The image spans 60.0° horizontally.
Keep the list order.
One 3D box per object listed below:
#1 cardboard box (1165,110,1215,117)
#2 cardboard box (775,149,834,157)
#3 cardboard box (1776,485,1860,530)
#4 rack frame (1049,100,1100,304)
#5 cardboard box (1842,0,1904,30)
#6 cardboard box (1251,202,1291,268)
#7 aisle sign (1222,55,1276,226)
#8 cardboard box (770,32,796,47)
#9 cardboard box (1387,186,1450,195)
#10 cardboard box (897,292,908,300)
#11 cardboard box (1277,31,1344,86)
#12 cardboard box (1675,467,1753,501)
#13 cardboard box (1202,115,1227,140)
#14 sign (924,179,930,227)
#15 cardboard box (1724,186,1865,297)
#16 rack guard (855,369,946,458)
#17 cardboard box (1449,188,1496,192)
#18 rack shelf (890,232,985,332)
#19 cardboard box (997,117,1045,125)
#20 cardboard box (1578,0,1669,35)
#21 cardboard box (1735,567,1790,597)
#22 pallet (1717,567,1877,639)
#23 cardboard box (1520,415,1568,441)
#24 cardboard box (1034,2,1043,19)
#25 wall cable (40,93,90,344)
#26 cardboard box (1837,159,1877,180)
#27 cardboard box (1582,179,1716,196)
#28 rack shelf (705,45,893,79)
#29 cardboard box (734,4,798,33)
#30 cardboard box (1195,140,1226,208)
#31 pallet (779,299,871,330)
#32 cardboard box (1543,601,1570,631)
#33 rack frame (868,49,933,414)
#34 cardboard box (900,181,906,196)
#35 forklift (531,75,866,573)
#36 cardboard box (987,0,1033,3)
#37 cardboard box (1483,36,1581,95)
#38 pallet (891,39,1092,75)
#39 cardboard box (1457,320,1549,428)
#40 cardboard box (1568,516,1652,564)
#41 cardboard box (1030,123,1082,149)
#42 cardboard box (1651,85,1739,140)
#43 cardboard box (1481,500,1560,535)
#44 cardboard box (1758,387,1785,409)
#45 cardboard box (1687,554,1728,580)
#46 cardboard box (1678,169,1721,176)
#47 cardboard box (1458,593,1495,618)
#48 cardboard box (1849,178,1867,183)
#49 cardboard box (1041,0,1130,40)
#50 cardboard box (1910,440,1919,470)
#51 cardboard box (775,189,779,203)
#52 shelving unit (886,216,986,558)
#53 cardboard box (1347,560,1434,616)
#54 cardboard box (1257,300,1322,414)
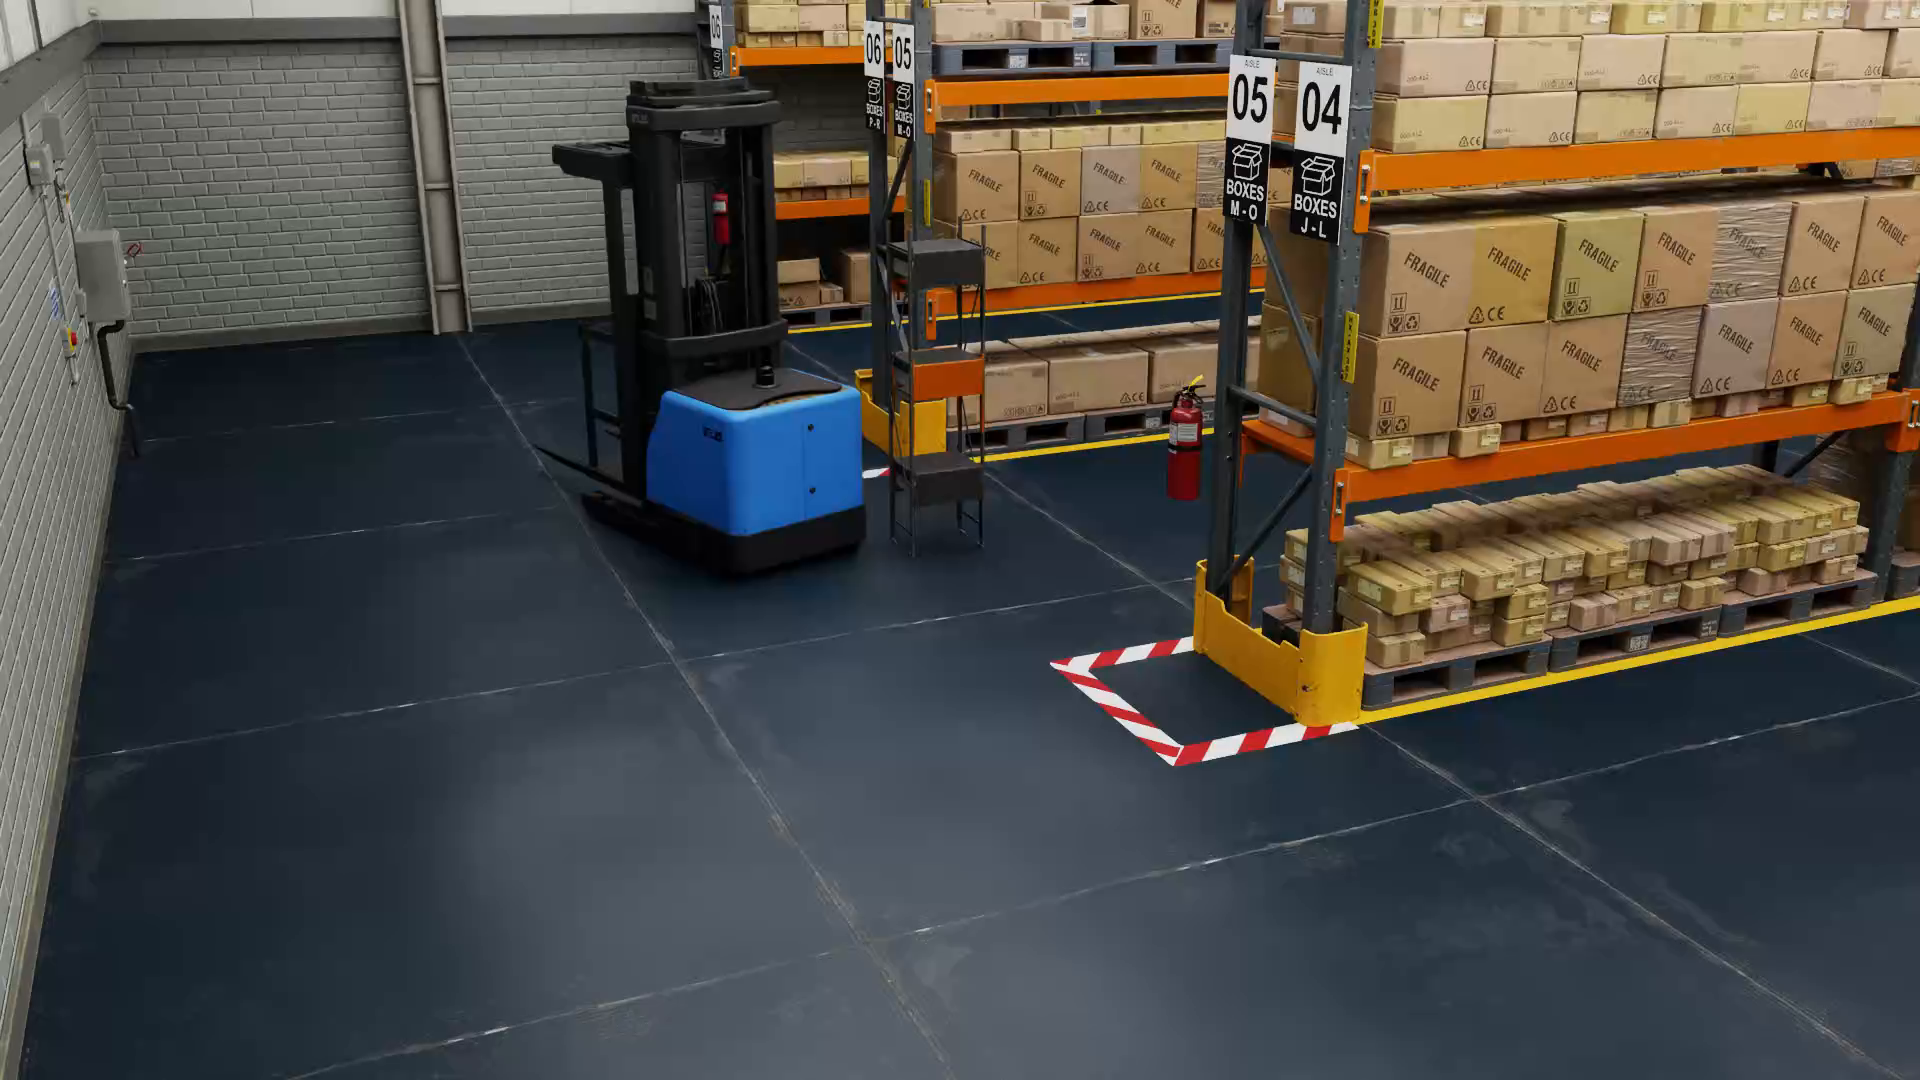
[{"bbox_3d":[1.873,-3.416,13.574,0.250,0.149,0.380,-9,21,-23],"label":"cardboard box"},{"bbox_3d":[-1.631,-3.944,17.485,0.500,0.250,0.500,-8,21,-22],"label":"cardboard box"},{"bbox_3d":[5.050,-0.190,9.811,0.250,0.149,0.380,-8,21,-20],"label":"cardboard box"},{"bbox_3d":[1.251,-4.192,18.411,0.127,3.000,1.000,-8,21,-22],"label":"rack frame"},{"bbox_3d":[4.649,-2.743,8.653,0.250,0.149,0.380,-8,21,-22],"label":"cardboard box"},{"bbox_3d":[2.426,-2.518,13.505,0.500,0.500,0.500,-9,21,-23],"label":"cardboard box"},{"bbox_3d":[1.415,-1.964,8.170,0.004,0.787,0.394,-8,21,-22],"label":"aisle sign"},{"bbox_3d":[-1.807,-4.976,16.499,0.250,0.149,0.380,-8,21,-21],"label":"cardboard box"},{"bbox_3d":[3.738,-3.168,13.846,0.500,0.500,0.500,-8,21,-21],"label":"cardboard box"},{"bbox_3d":[-0.497,-2.876,17.805,0.500,0.500,0.500,-8,21,-21],"label":"cardboard box"},{"bbox_3d":[1.923,-2.374,8.206,0.500,0.250,0.500,-9,21,-24],"label":"cardboard box"},{"bbox_3d":[4.599,-0.316,10.168,0.250,0.149,0.380,-7,21,-19],"label":"cardboard box"},{"bbox_3d":[2.105,-3.252,13.108,0.250,0.149,0.380,-8,21,-22],"label":"cardboard box"},{"bbox_3d":[-0.238,-2.428,11.979,0.005,0.325,0.100,-8,21,-22],"label":"sign"},{"bbox_3d":[4.477,-1.628,9.024,0.500,0.500,0.500,-9,21,-24],"label":"cardboard box"},{"bbox_3d":[-0.474,-0.970,13.025,0.348,0.500,1.175,-8,21,-22],"label":"rack guard"},{"bbox_3d":[4.204,-2.893,14.195,0.500,0.250,0.500,-8,21,-21],"label":"cardboard box"},{"bbox_3d":[-0.152,-1.616,10.384,0.480,0.518,0.431,-8,21,-22],"label":"rack shelf"},{"bbox_3d":[0.473,-3.207,12.980,0.250,0.149,0.380,-8,21,-21],"label":"cardboard box"},{"bbox_3d":[3.206,-2.543,8.083,0.250,0.149,0.380,-7,21,-20],"label":"cardboard box"},{"bbox_3d":[4.560,0.183,9.647,0.250,0.149,0.380,-9,21,-24],"label":"cardboard box"},{"bbox_3d":[4.671,0.232,10.046,1.213,0.211,1.003,-8,21,-22],"label":"pallet"},{"bbox_3d":[2.956,-0.650,8.729,0.250,0.149,0.380,-8,21,-22],"label":"cardboard box"},{"bbox_3d":[0.907,-5.537,17.491,0.500,0.250,0.500,-8,21,-22],"label":"cardboard box"},{"bbox_3d":[-6.193,-2.314,11.547,0.122,1.984,0.588,-8,21,-22],"label":"wall cable"},{"bbox_3d":[8.359,-3.722,15.845,0.500,0.500,0.500,-8,21,-21],"label":"cardboard box"},{"bbox_3d":[3.818,-1.727,9.306,0.500,0.500,0.500,-8,21,-21],"label":"cardboard box"},{"bbox_3d":[-0.585,-5.004,17.285,4.000,0.370,1.077,-8,21,-22],"label":"rack shelf"},{"bbox_3d":[-1.906,-5.125,16.323,0.500,0.250,0.500,-8,21,-23],"label":"cardboard box"},{"bbox_3d":[1.964,-2.917,13.135,0.500,0.500,0.500,-8,21,-21],"label":"cardboard box"},{"bbox_3d":[-1.620,-2.465,17.707,1.213,0.211,1.003,-8,21,-22],"label":"pallet"},{"bbox_3d":[3.117,0.362,9.138,0.250,0.149,0.380,-8,21,-22],"label":"cardboard box"},{"bbox_3d":[-0.452,-2.153,12.619,0.127,3.000,1.000,-8,21,-22],"label":"rack frame"},{"bbox_3d":[-0.575,-3.702,17.398,0.250,0.149,0.380,-8,21,-21],"label":"cardboard box"},{"bbox_3d":[-1.956,-1.590,11.126,1.130,2.935,3.031,-16,25,-38],"label":"forklift"},{"bbox_3d":[0.420,-5.703,17.211,0.500,0.250,0.500,-9,21,-23],"label":"cardboard box"},{"bbox_3d":[2.586,-2.284,7.948,0.500,0.250,0.500,-8,21,-23],"label":"cardboard box"},{"bbox_3d":[0.225,-3.626,12.422,1.213,0.211,1.003,-8,21,-22],"label":"pallet"},{"bbox_3d":[2.604,-0.897,8.454,0.500,0.500,0.500,-8,21,-22],"label":"cardboard box"},{"bbox_3d":[3.610,0.003,9.262,0.250,0.149,0.380,-8,21,-22],"label":"cardboard box"},{"bbox_3d":[0.714,-3.035,12.493,0.250,0.149,0.380,-9,21,-24],"label":"cardboard box"},{"bbox_3d":[3.546,-2.186,8.423,0.500,0.250,0.500,-8,21,-22],"label":"cardboard box"},{"bbox_3d":[3.201,-0.094,9.536,0.250,0.149,0.380,-9,21,-24],"label":"cardboard box"},{"bbox_3d":[4.378,-0.858,9.321,0.250,0.149,0.380,-9,21,-23],"label":"cardboard box"},{"bbox_3d":[4.133,0.085,9.477,0.250,0.149,0.380,-8,21,-21],"label":"cardboard box"},{"bbox_3d":[6.522,-3.576,15.006,0.500,0.500,0.500,-9,21,-23],"label":"cardboard box"},{"bbox_3d":[2.647,0.281,8.919,0.250,0.149,0.380,-8,21,-21],"label":"cardboard box"},{"bbox_3d":[8.503,-3.454,16.061,0.250,0.149,0.380,-7,21,-20],"label":"cardboard box"},{"bbox_3d":[0.942,-3.952,12.565,0.500,0.311,0.500,-8,21,-21],"label":"cardboard box"},{"bbox_3d":[6.057,-0.572,10.132,0.500,0.250,0.500,-9,21,-24],"label":"cardboard box"},{"bbox_3d":[-2.011,-3.507,16.844,0.250,0.149,0.380,-8,21,-22],"label":"cardboard box"},{"bbox_3d":[-0.152,-0.969,10.611,0.503,2.100,0.431,-8,21,-22],"label":"shelving unit"},{"bbox_3d":[2.217,0.244,8.576,0.250,0.149,0.380,-9,21,-24],"label":"cardboard box"},{"bbox_3d":[1.912,-0.981,8.694,0.500,0.500,0.500,-8,21,-21],"label":"cardboard box"}]
